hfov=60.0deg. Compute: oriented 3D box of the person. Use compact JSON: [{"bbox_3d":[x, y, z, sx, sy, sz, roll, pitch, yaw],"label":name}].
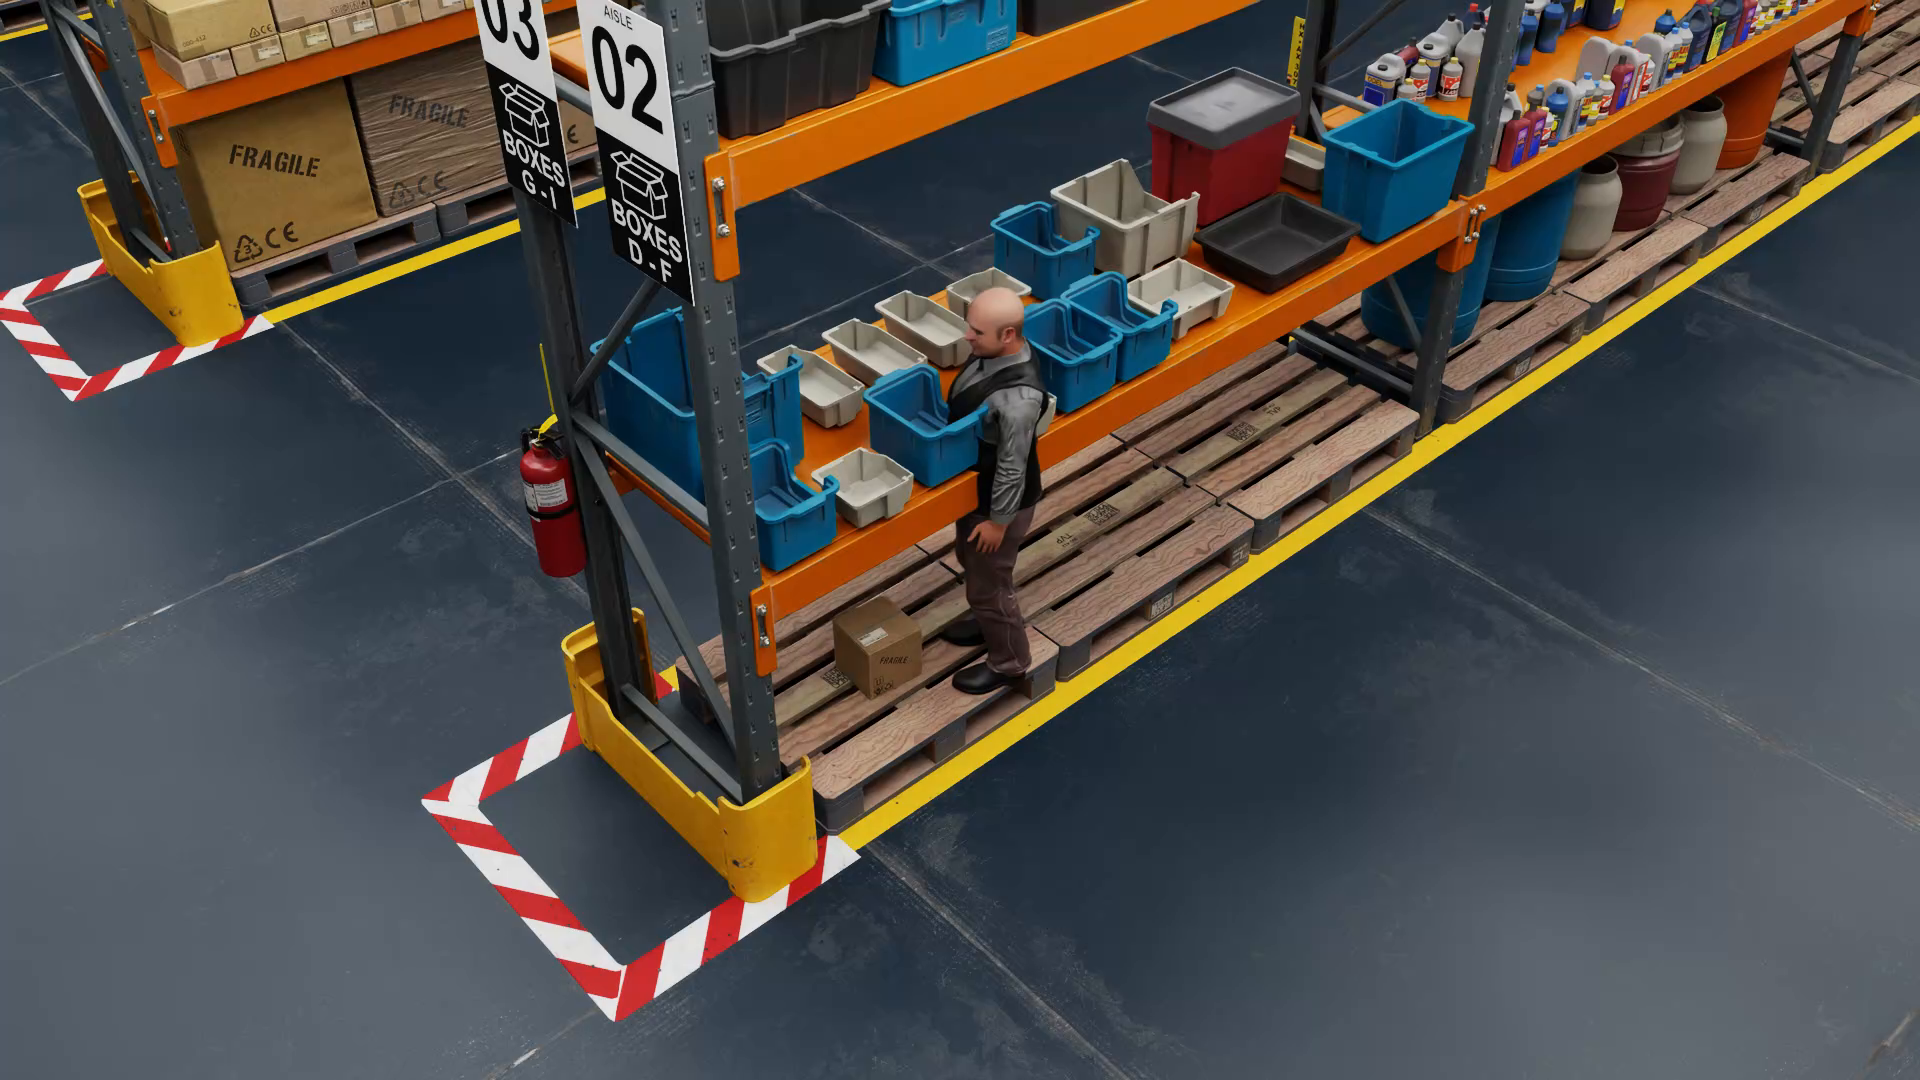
[{"bbox_3d":[0.116,-0.170,6.099,0.358,1.714,0.534,-6,40,-7],"label":"person"}]
